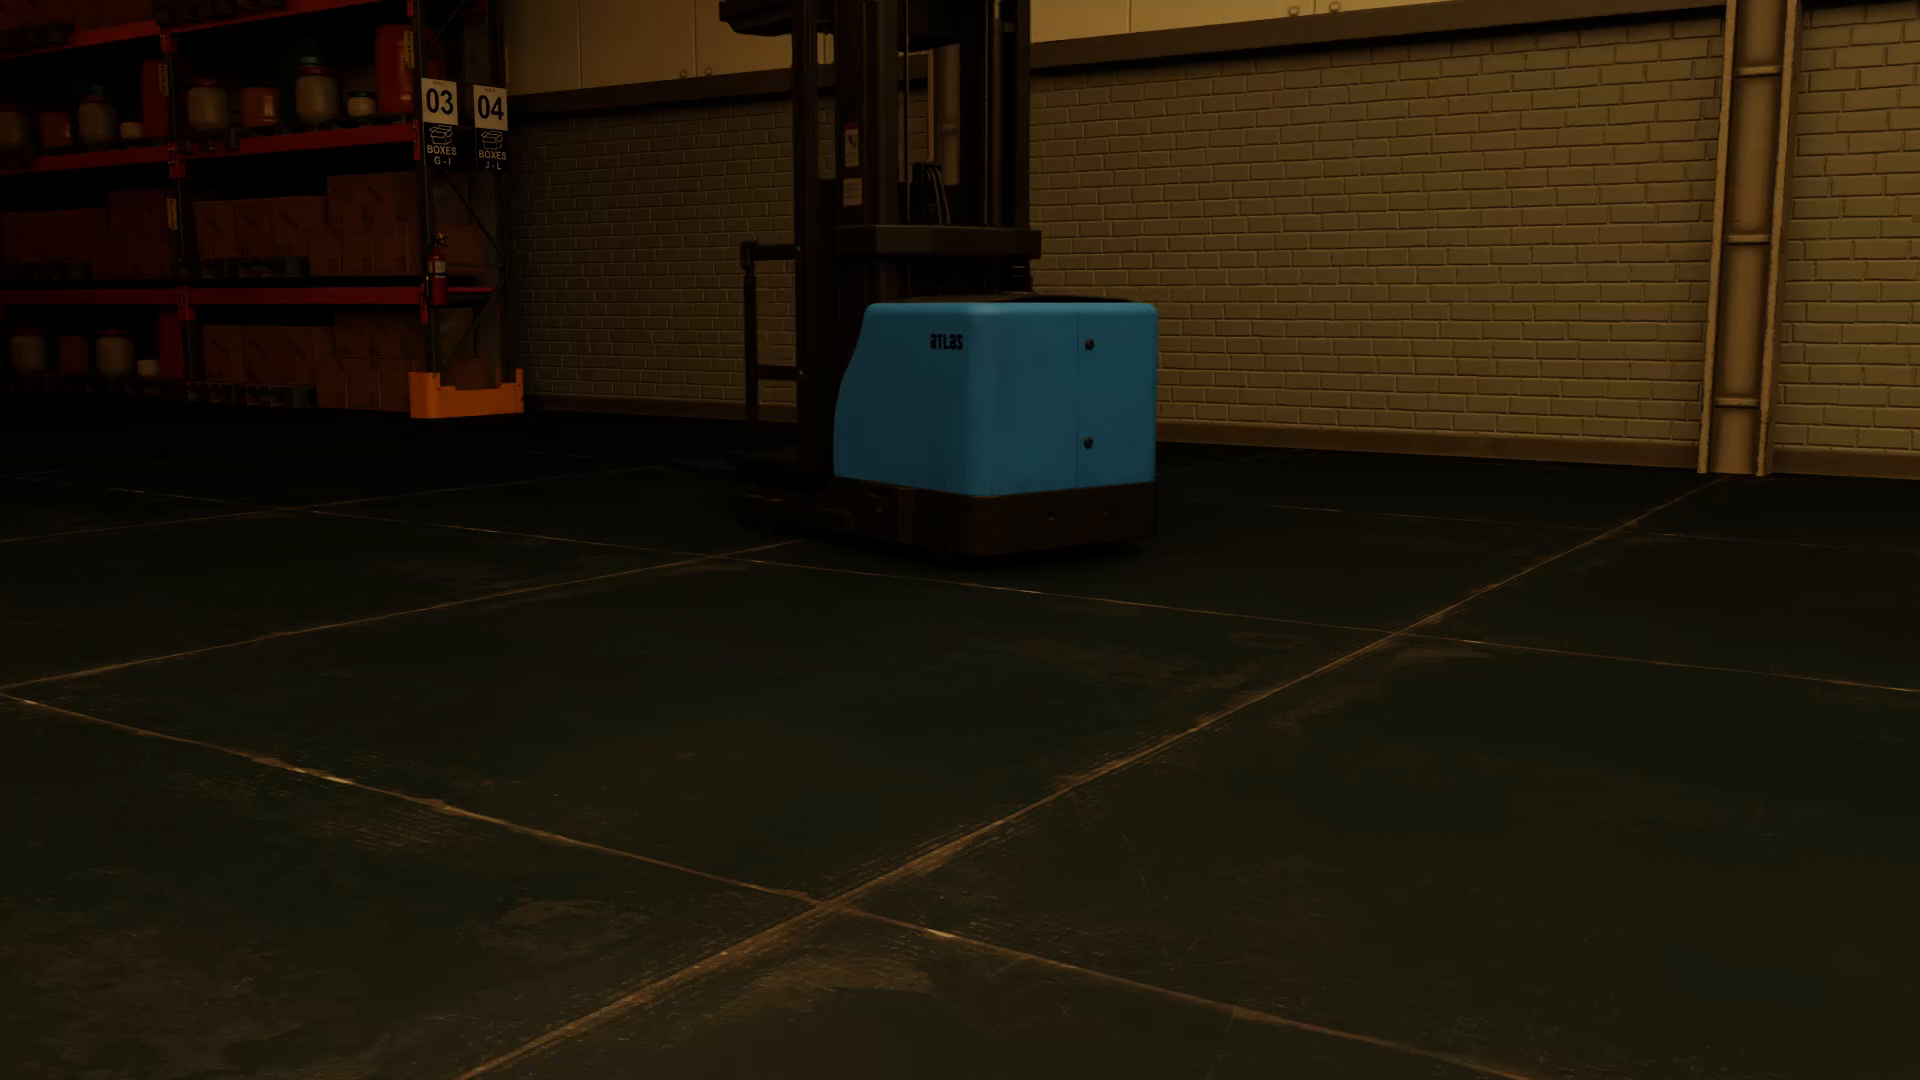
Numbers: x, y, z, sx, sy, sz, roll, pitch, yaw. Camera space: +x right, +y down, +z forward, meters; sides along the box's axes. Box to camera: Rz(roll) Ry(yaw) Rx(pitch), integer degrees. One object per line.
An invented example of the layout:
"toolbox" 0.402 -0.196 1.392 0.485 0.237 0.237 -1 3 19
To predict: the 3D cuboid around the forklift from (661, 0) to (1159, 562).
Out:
"forklift" -0.439 -1.523 7.901 1.130 2.935 3.031 -6 10 -37
